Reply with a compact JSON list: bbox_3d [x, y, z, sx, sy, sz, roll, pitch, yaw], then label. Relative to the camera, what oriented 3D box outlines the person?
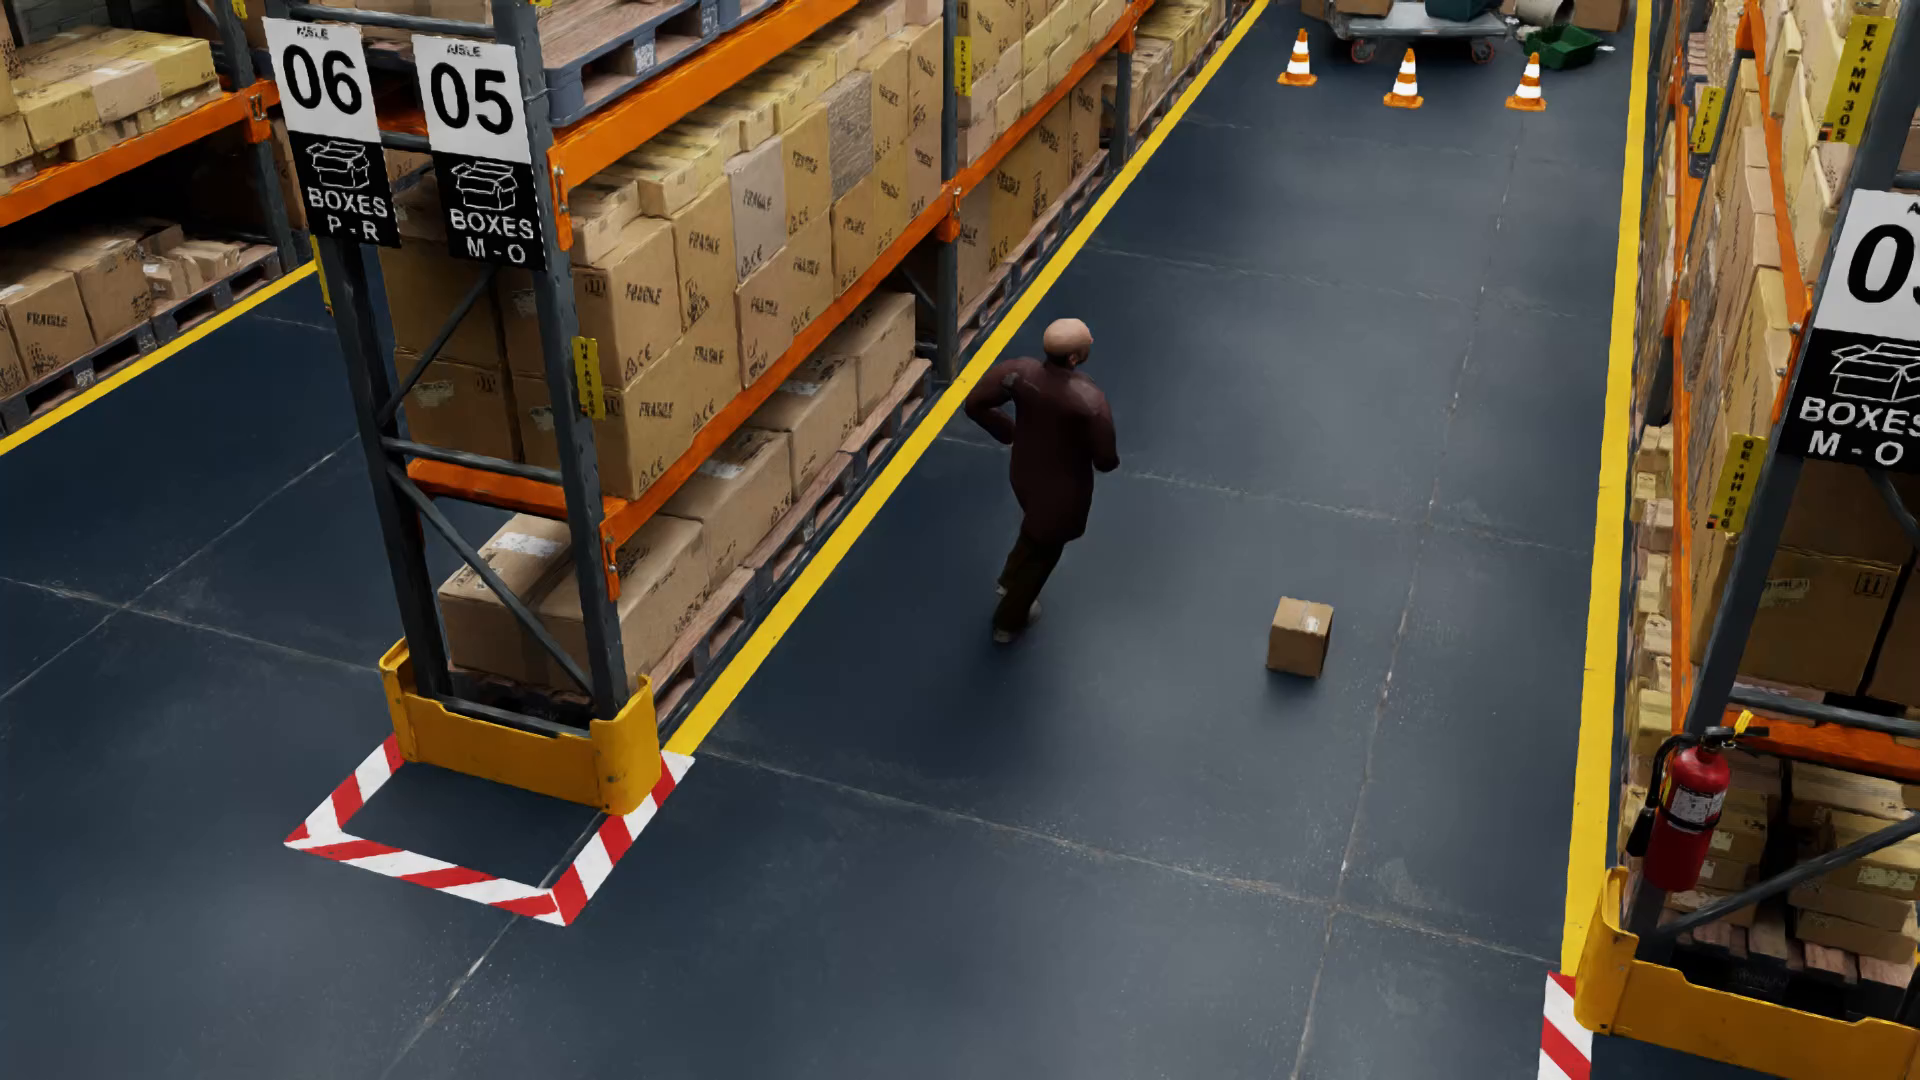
[{"bbox_3d":[0.433,-0.253,7.613,0.748,1.790,0.582,27,41,35],"label":"person"}]
